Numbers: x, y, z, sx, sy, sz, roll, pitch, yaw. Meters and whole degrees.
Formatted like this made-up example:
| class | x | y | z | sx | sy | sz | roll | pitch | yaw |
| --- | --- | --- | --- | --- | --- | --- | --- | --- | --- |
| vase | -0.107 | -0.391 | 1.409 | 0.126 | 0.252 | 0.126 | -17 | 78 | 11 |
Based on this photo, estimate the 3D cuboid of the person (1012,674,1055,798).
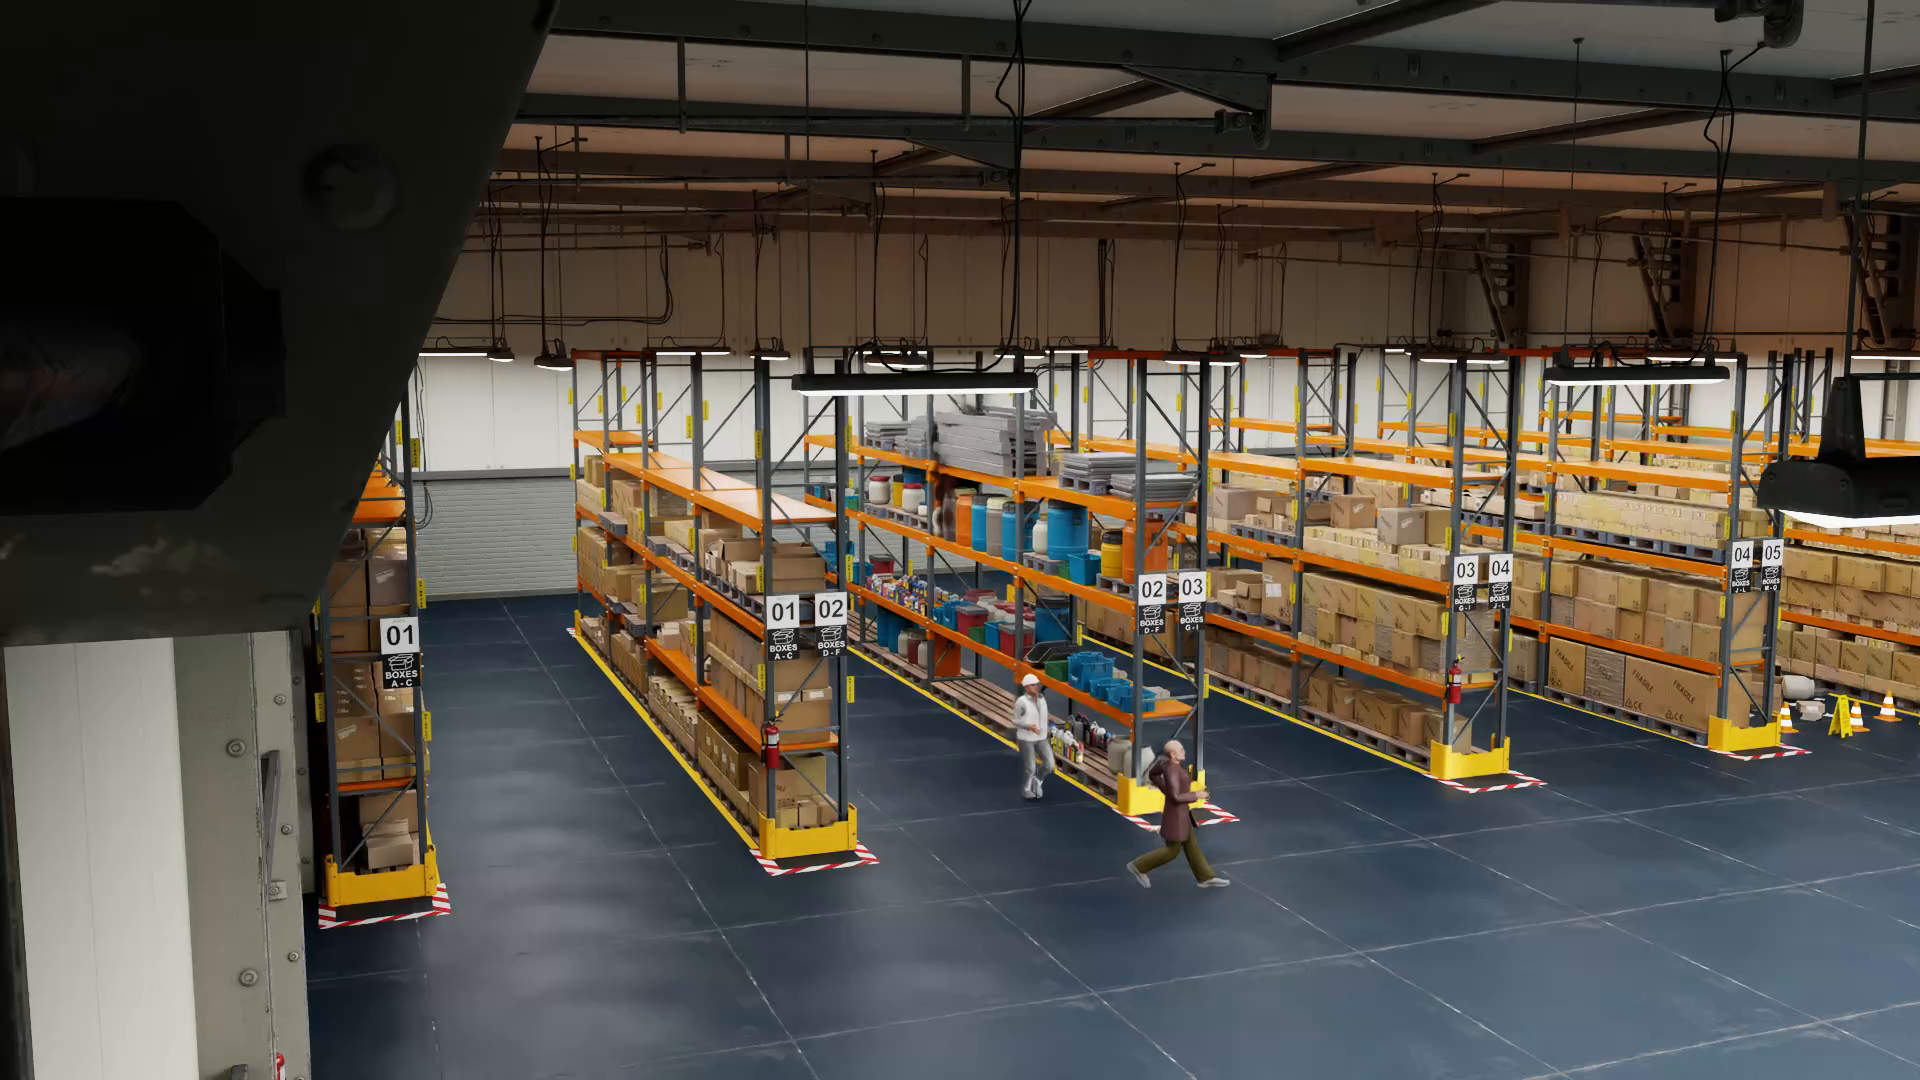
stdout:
| class | x | y | z | sx | sy | sz | roll | pitch | yaw |
| --- | --- | --- | --- | --- | --- | --- | --- | --- | --- |
| person | 1.016 | 2.671 | 22.474 | 0.633 | 1.736 | 0.642 | -4 | 8 | -30 |

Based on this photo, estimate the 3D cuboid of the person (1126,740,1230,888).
| class | x | y | z | sx | sy | sz | roll | pitch | yaw |
| --- | --- | --- | --- | --- | --- | --- | --- | --- | --- |
| person | 2.475 | 3.097 | 18.752 | 1.179 | 1.719 | 0.727 | 1 | 7 | 4 |

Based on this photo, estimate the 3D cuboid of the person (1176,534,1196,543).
| class | x | y | z | sx | sy | sz | roll | pitch | yaw |
| --- | --- | --- | --- | --- | --- | --- | --- | --- | --- |
| person | 5.561 | 0.385 | 41.266 | 0.768 | 1.644 | 0.577 | -5 | 8 | -33 |
